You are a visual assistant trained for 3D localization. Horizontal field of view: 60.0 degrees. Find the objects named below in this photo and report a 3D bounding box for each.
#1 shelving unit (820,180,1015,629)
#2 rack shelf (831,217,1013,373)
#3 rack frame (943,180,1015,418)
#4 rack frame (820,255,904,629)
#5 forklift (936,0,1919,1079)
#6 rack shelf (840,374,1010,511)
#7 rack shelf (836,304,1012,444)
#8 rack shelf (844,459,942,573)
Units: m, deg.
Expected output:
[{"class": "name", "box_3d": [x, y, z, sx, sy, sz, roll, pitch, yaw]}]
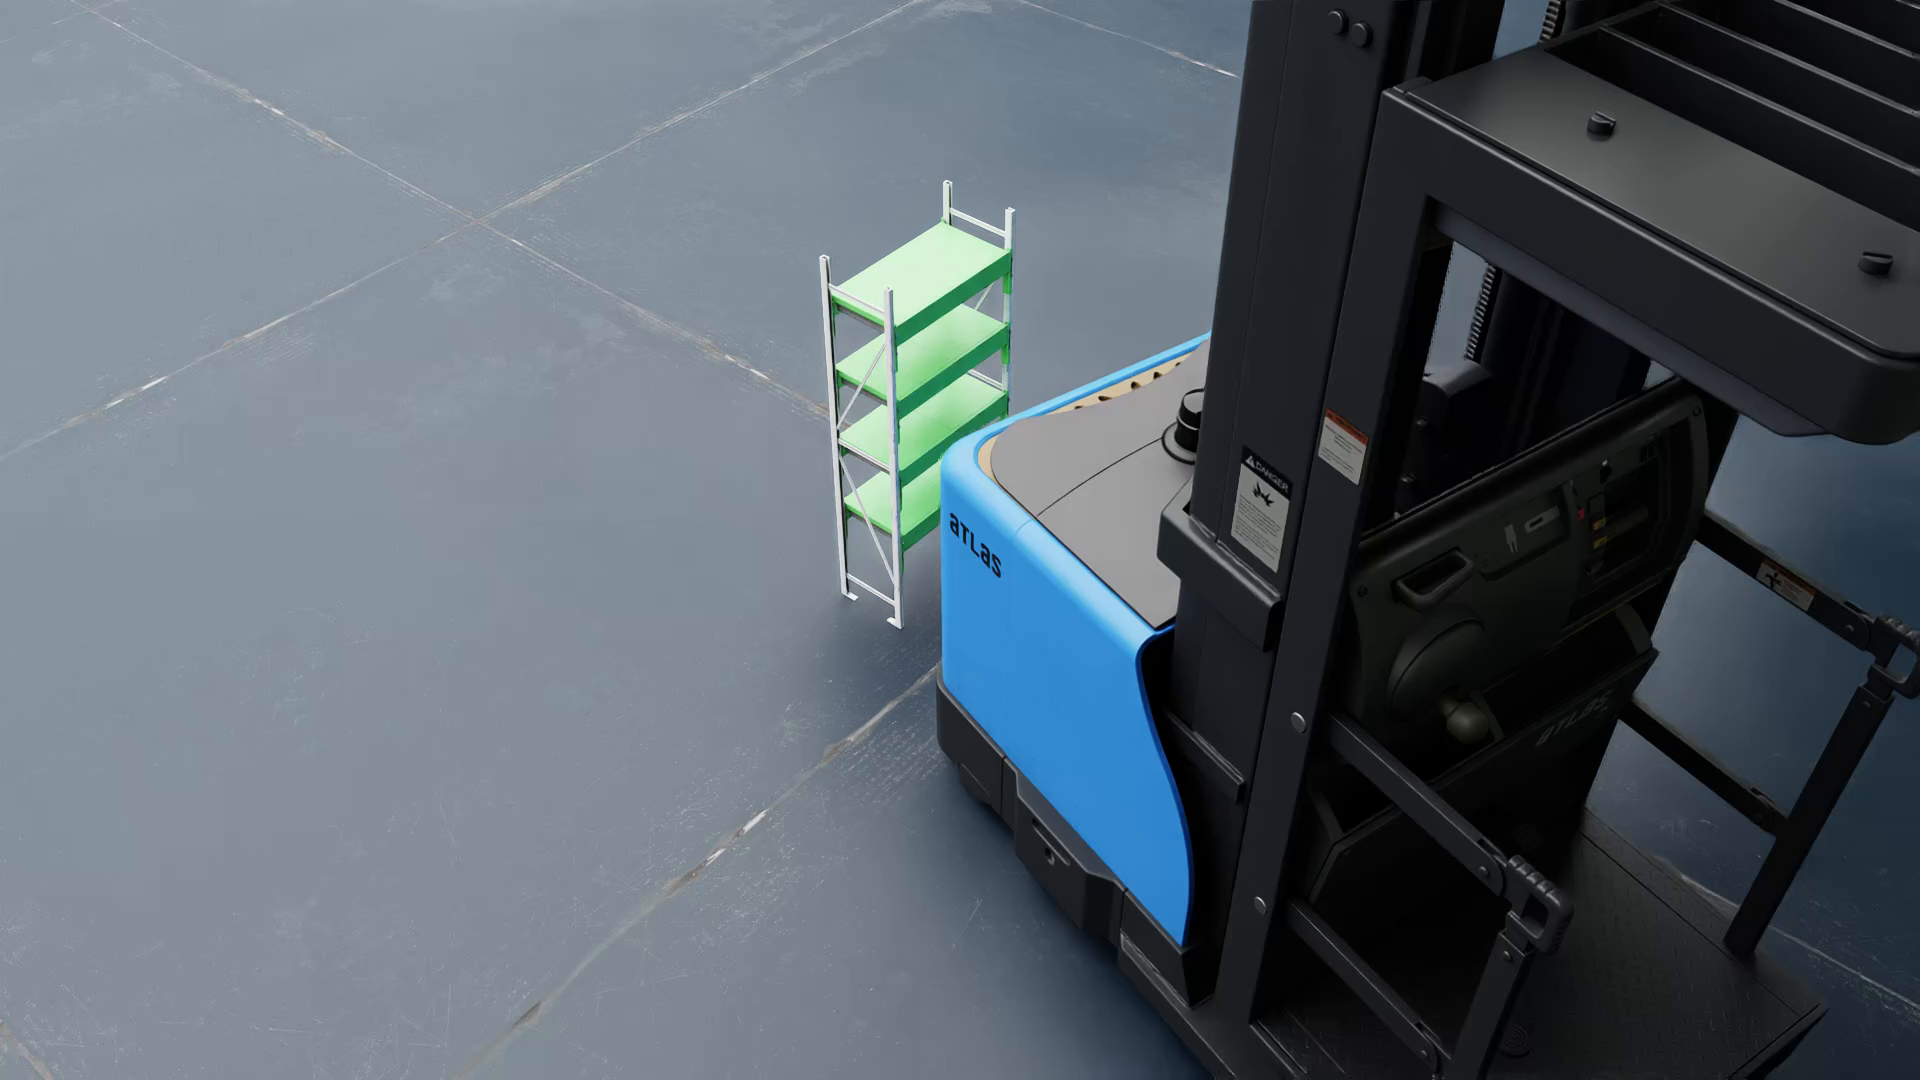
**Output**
[{"class": "shelving unit", "box_3d": [-0.107, -0.359, 4.753, 0.258, 1.200, 0.503, 29, 50, 28]}, {"class": "rack shelf", "box_3d": [-0.107, -0.667, 4.473, 0.258, 0.148, 0.480, 29, 50, 28]}, {"class": "rack frame", "box_3d": [0.050, -0.484, 4.891, 0.240, 1.200, 0.015, 29, 50, 28]}, {"class": "rack frame", "box_3d": [-0.264, -0.233, 4.614, 0.240, 1.200, 0.015, 29, 50, 28]}, {"class": "forklift", "box_3d": [1.180, 0.129, 2.929, 1.130, 2.935, 3.031, -25, 48, -25]}, {"class": "rack shelf", "box_3d": [-0.107, -0.311, 4.796, 0.258, 0.148, 0.480, 29, 50, 28]}, {"class": "rack shelf", "box_3d": [-0.107, -0.489, 4.634, 0.258, 0.148, 0.480, 29, 50, 28]}, {"class": "rack shelf", "box_3d": [-0.107, -0.134, 4.957, 0.258, 0.148, 0.480, 29, 50, 28]}]
